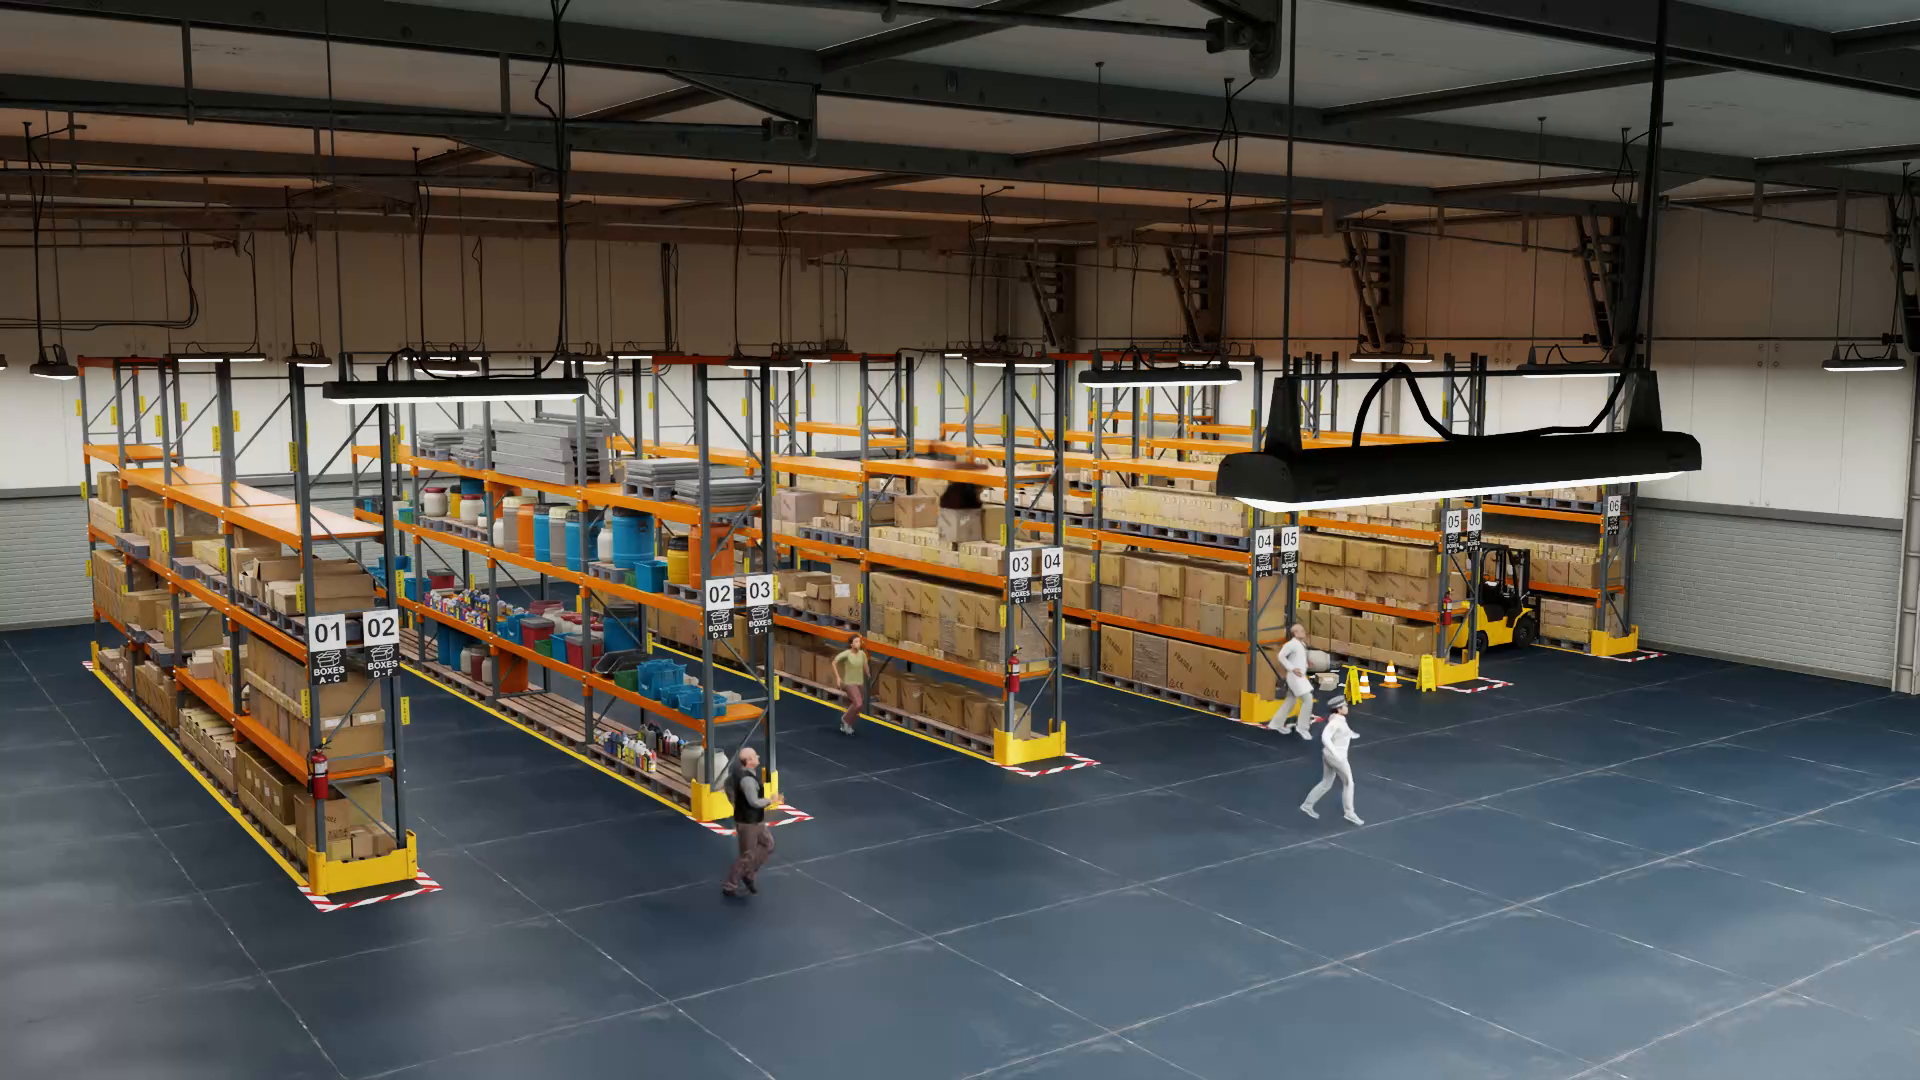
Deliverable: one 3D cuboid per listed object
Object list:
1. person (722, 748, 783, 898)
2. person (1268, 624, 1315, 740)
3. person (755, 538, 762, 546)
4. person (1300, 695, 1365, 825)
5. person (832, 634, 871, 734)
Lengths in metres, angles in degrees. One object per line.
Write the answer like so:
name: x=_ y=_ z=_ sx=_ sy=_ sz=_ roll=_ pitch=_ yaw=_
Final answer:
person: x=-2.355 y=3.205 z=18.836 sx=0.704 sy=1.748 sz=0.656 roll=-1 pitch=7 yaw=-10
person: x=5.300 y=2.304 z=26.482 sx=0.734 sy=1.776 sz=0.726 roll=2 pitch=7 yaw=17
person: x=-5.017 y=0.481 z=41.301 sx=0.690 sy=1.790 sz=0.693 roll=4 pitch=8 yaw=32
person: x=4.871 y=2.864 z=21.730 sx=0.851 sy=1.732 sz=0.592 roll=0 pitch=7 yaw=-3
person: x=-1.682 y=2.294 z=26.465 sx=0.551 sy=1.607 sz=0.681 roll=-6 pitch=9 yaw=-42
